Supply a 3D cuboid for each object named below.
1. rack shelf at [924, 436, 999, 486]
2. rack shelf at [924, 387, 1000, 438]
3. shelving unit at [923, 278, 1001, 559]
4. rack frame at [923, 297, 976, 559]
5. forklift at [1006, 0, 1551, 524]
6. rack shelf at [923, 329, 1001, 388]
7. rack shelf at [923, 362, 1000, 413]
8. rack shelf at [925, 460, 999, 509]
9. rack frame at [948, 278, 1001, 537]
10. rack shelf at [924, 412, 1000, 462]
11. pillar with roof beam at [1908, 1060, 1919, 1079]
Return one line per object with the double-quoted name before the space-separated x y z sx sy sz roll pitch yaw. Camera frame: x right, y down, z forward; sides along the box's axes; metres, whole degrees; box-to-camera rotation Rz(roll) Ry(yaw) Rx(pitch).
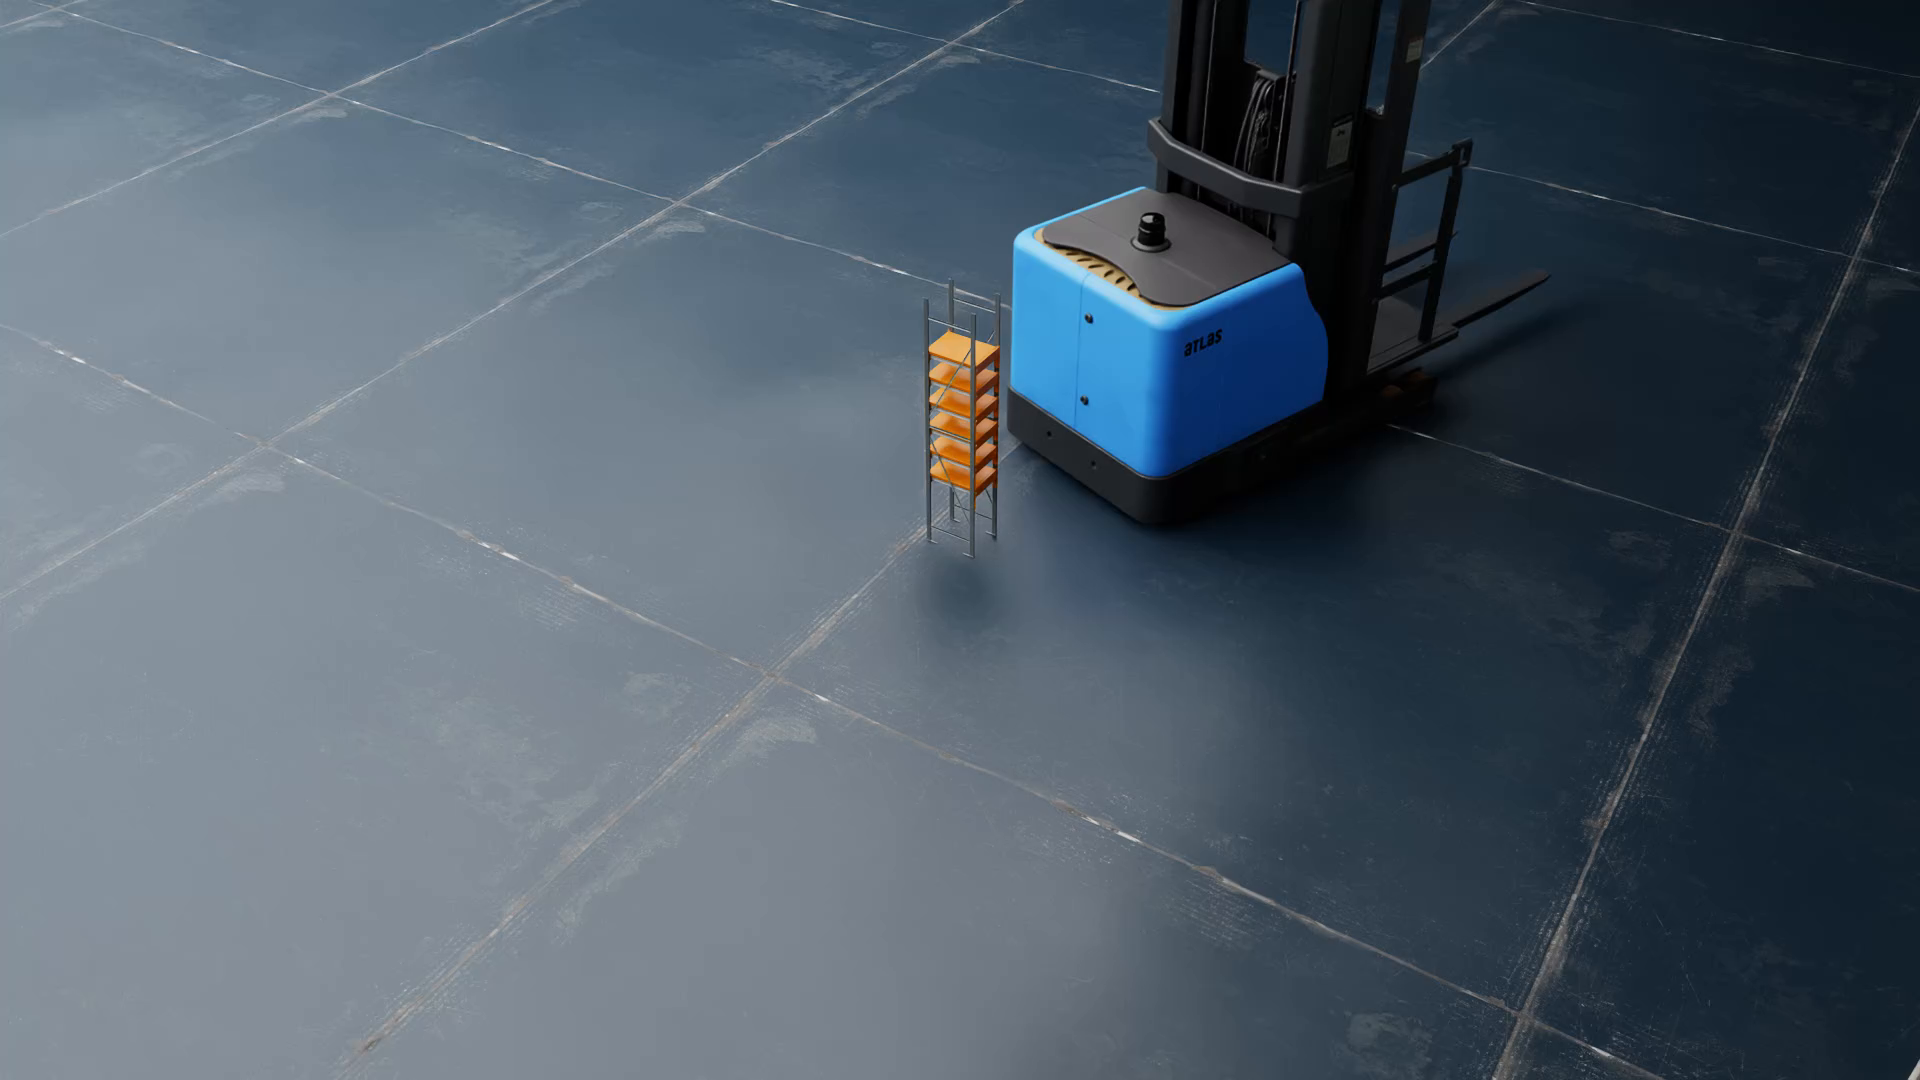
"rack shelf" 0.008 -0.352 6.994 0.258 0.103 0.180 21 42 25
"rack shelf" 0.008 -0.542 6.847 0.258 0.103 0.180 21 42 25
"shelving unit" 0.008 -0.483 6.893 0.258 1.200 0.189 21 42 25
"rack frame" -0.041 -0.435 6.832 0.240 1.200 0.006 21 42 25
"forklift" 1.692 -1.968 7.402 3.031 2.935 1.130 -25 44 -29
"rack shelf" 0.008 -0.733 6.701 0.258 0.103 0.180 21 42 25
"rack shelf" 0.008 -0.638 6.774 0.258 0.103 0.180 21 42 25
"rack shelf" 0.008 -0.257 7.067 0.258 0.103 0.180 21 42 25
"rack frame" 0.057 -0.530 6.955 0.240 1.200 0.006 21 42 25
"rack shelf" 0.008 -0.447 6.920 0.258 0.103 0.180 21 42 25
"pillar with roof beam" -0.849 -3.071 3.864 9.100 9.000 0.400 21 42 25
